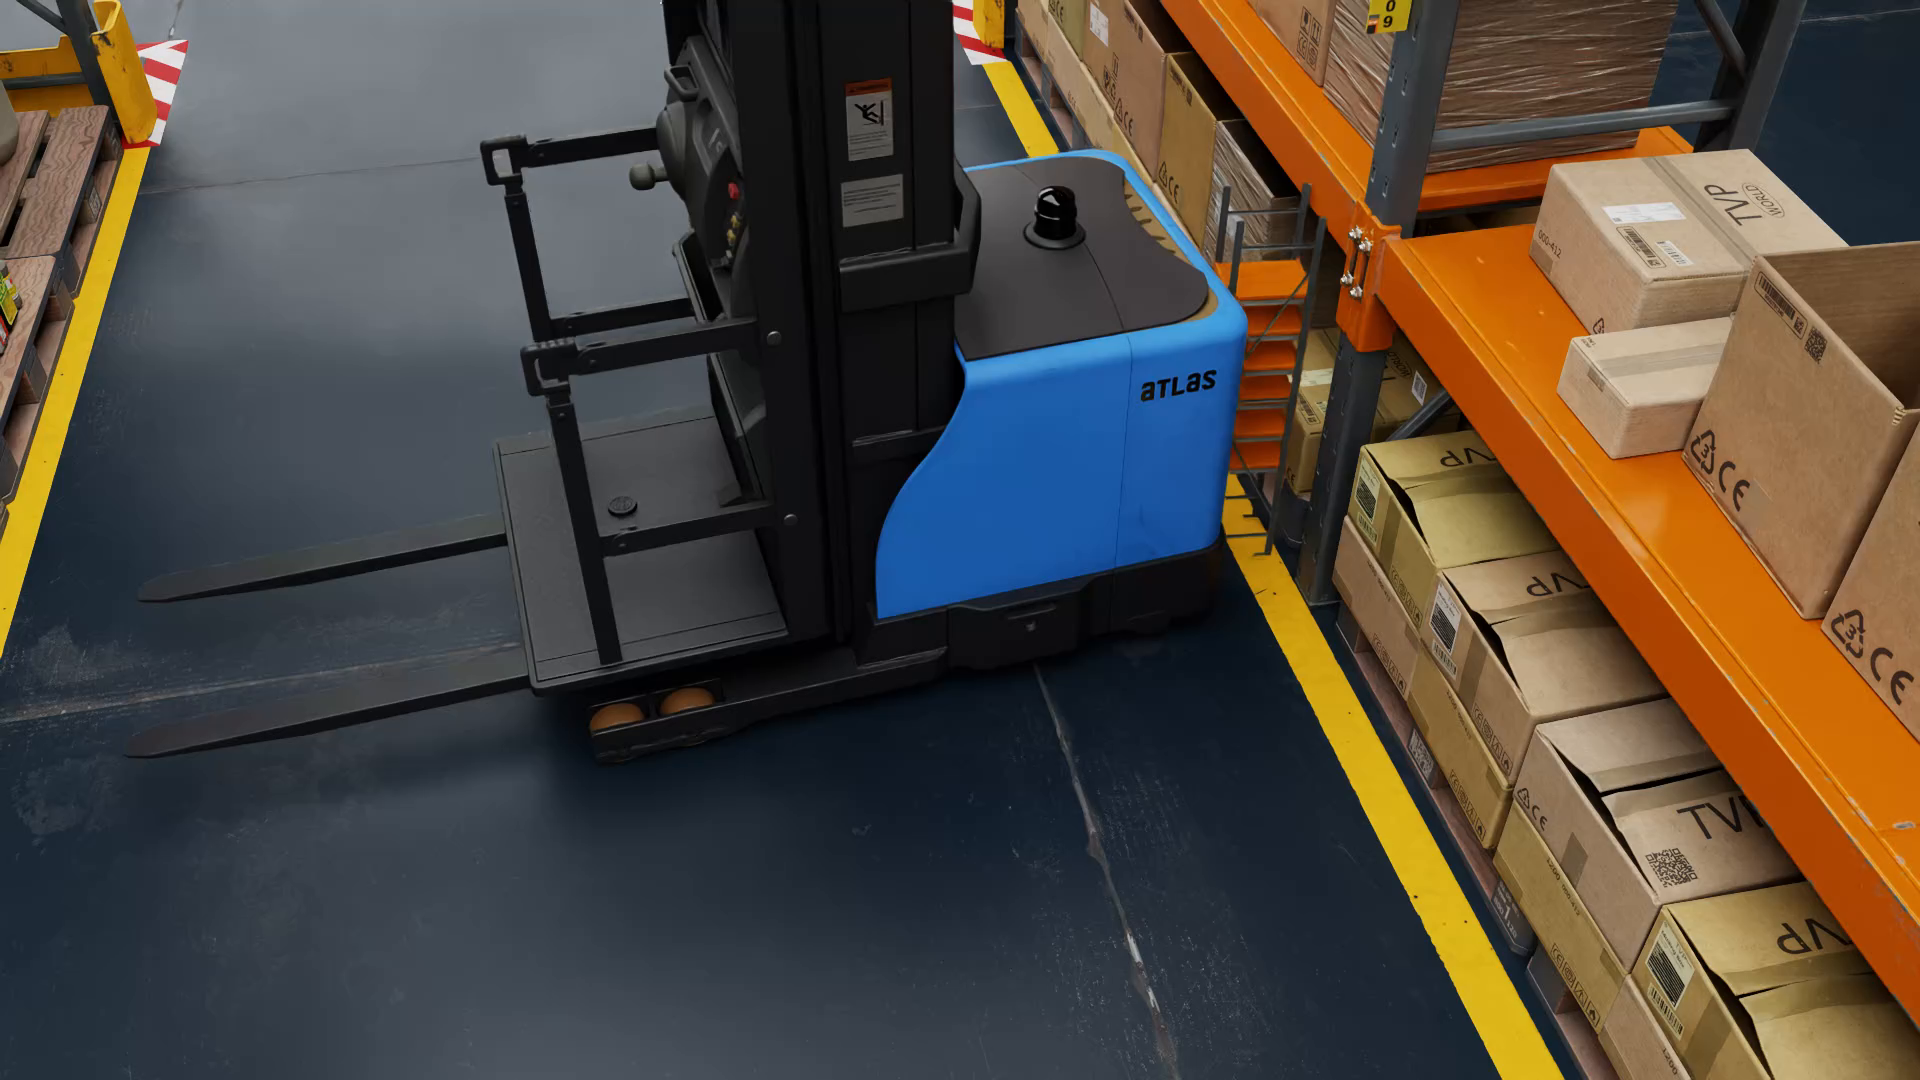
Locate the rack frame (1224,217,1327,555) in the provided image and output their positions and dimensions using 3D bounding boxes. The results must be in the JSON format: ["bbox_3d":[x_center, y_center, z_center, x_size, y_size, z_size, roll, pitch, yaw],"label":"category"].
[{"bbox_3d":[0.852,-0.398,4.795,0.240,1.200,0.006,-3,42,-3],"label":"rack frame"}]

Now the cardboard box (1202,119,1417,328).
[{"bbox_3d":[1.117,-1.029,5.340,0.500,0.500,0.500,-8,42,-9],"label":"cardboard box"}]

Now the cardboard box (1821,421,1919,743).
[{"bbox_3d":[1.899,0.104,2.798,0.500,0.500,0.500,-8,42,-9],"label":"cardboard box"}]

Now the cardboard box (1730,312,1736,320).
[{"bbox_3d":[1.896,-0.431,3.577,0.396,0.266,0.258,-9,42,-10],"label":"cardboard box"}]

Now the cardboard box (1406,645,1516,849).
[{"bbox_3d":[1.481,0.475,4.210,0.500,0.250,0.500,-7,42,-8],"label":"cardboard box"}]

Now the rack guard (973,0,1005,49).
[{"bbox_3d":[0.658,-2.699,7.913,1.175,0.500,0.348,-8,42,-9],"label":"rack guard"}]

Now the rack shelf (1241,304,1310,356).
[{"bbox_3d":[0.845,-0.605,4.733,0.258,0.103,0.180,-3,42,-3],"label":"rack shelf"}]

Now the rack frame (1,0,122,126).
[{"bbox_3d":[-4.174,-2.910,6.269,1.000,3.000,0.127,-8,42,-9],"label":"rack frame"}]

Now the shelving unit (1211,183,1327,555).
[{"bbox_3d":[0.845,-0.459,4.863,0.258,1.200,0.189,-3,42,-3],"label":"shelving unit"}]

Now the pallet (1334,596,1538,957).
[{"bbox_3d":[1.724,0.490,4.539,1.003,0.211,1.213,-8,42,-9],"label":"pallet"}]

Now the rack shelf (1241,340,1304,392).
[{"bbox_3d":[0.845,-0.516,4.813,0.258,0.103,0.180,-3,42,-3],"label":"rack shelf"}]

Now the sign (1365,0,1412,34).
[{"bbox_3d":[0.985,-1.298,3.741,0.100,0.325,0.005,-8,42,-9],"label":"sign"}]

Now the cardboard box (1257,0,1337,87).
[{"bbox_3d":[1.305,-1.690,4.819,0.700,0.500,0.500,-9,42,-10],"label":"cardboard box"}]

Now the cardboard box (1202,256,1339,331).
[{"bbox_3d":[1.115,-0.748,5.589,0.500,0.250,0.500,-8,42,-9],"label":"cardboard box"}]

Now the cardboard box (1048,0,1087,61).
[{"bbox_3d":[0.672,-2.324,6.798,0.500,0.500,0.500,-8,42,-9],"label":"cardboard box"}]

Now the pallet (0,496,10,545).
[{"bbox_3d":[-3.415,0.284,4.771,1.003,0.211,1.213,-8,42,-9],"label":"pallet"}]

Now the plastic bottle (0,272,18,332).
[{"bbox_3d":[-3.306,-0.858,5.672,0.061,0.283,0.133,-7,42,-8],"label":"plastic bottle"}]

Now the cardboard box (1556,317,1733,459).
[{"bbox_3d":[1.519,-0.327,3.548,0.380,0.149,0.250,-8,42,-9],"label":"cardboard box"}]

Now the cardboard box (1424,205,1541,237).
[{"bbox_3d":[1.733,-0.780,5.059,0.500,0.500,0.500,-8,42,-9],"label":"cardboard box"}]

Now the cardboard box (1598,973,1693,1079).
[{"bbox_3d":[1.705,1.140,3.461,0.500,0.250,0.500,-8,42,-8],"label":"cardboard box"}]

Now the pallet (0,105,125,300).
[{"bbox_3d":[-3.941,-1.298,6.553,1.003,0.211,1.213,-8,42,-9],"label":"pallet"}]

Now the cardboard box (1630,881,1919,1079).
[{"bbox_3d":[1.706,0.937,3.268,0.500,0.311,0.500,-7,42,-8],"label":"cardboard box"}]

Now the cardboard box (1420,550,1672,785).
[{"bbox_3d":[1.476,0.265,4.024,0.500,0.311,0.500,-9,42,-10],"label":"cardboard box"}]

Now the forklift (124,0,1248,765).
[{"bbox_3d":[-0.809,-0.881,4.035,3.031,2.935,1.130,-12,43,-13],"label":"forklift"}]

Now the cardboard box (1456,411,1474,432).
[{"bbox_3d":[1.723,-0.498,5.306,0.500,0.250,0.500,-8,42,-9],"label":"cardboard box"}]

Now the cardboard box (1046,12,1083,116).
[{"bbox_3d":[0.674,-2.043,7.047,0.500,0.250,0.500,-8,42,-9],"label":"cardboard box"}]

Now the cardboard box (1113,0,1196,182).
[{"bbox_3d":[0.883,-1.675,6.067,0.500,0.500,0.500,-8,42,-9],"label":"cardboard box"}]

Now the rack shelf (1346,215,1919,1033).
[{"bbox_3d":[1.959,0.541,2.923,1.077,0.370,4.000,-8,42,-9],"label":"rack shelf"}]

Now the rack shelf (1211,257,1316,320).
[{"bbox_3d":[0.844,-0.695,4.654,0.258,0.103,0.180,-3,42,-3],"label":"rack shelf"}]

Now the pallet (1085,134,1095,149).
[{"bbox_3d":[1.129,-1.296,6.551,1.003,0.211,1.213,-8,42,-9],"label":"pallet"}]

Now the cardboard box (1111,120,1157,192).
[{"bbox_3d":[0.884,-1.394,6.316,0.500,0.250,0.500,-8,42,-9],"label":"cardboard box"}]
